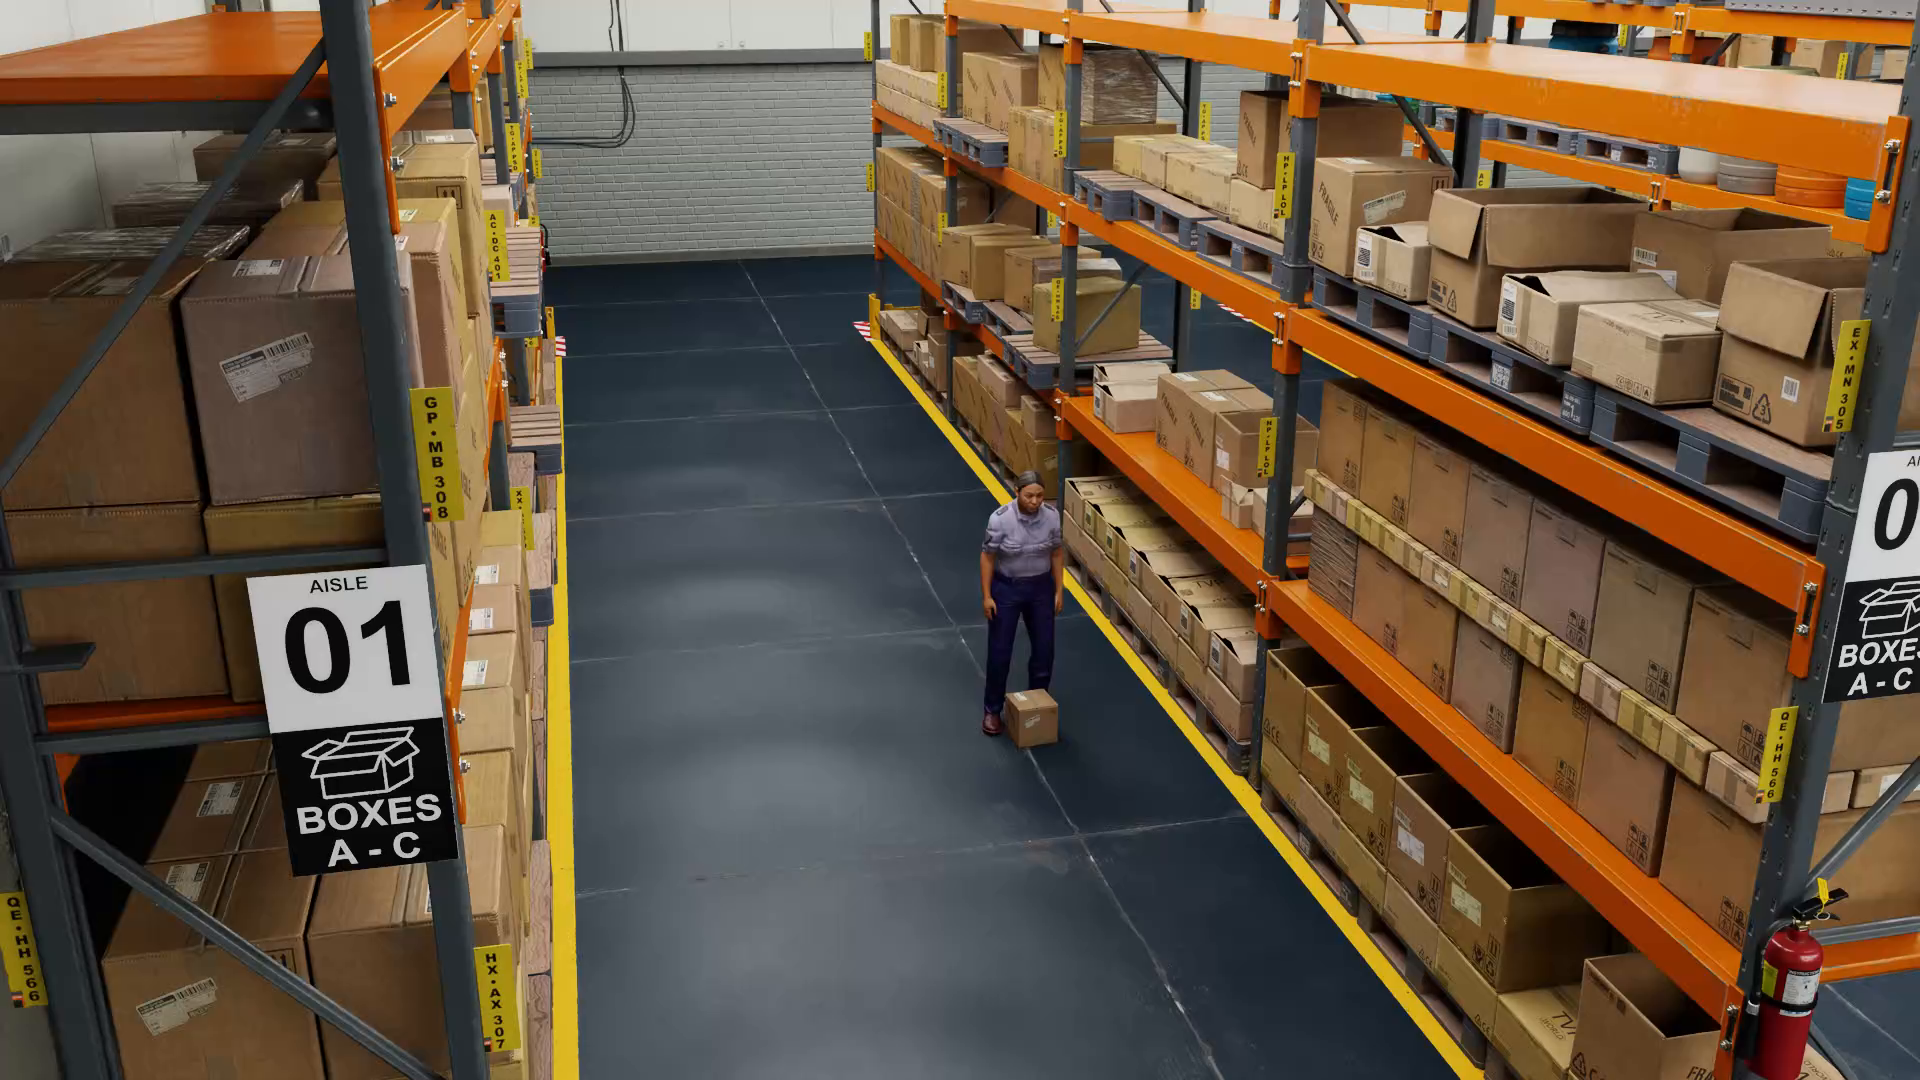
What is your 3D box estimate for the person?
[{"bbox_3d":[0.381,0.354,10.097,0.537,1.651,0.421,-5,20,-13],"label":"person"}]
